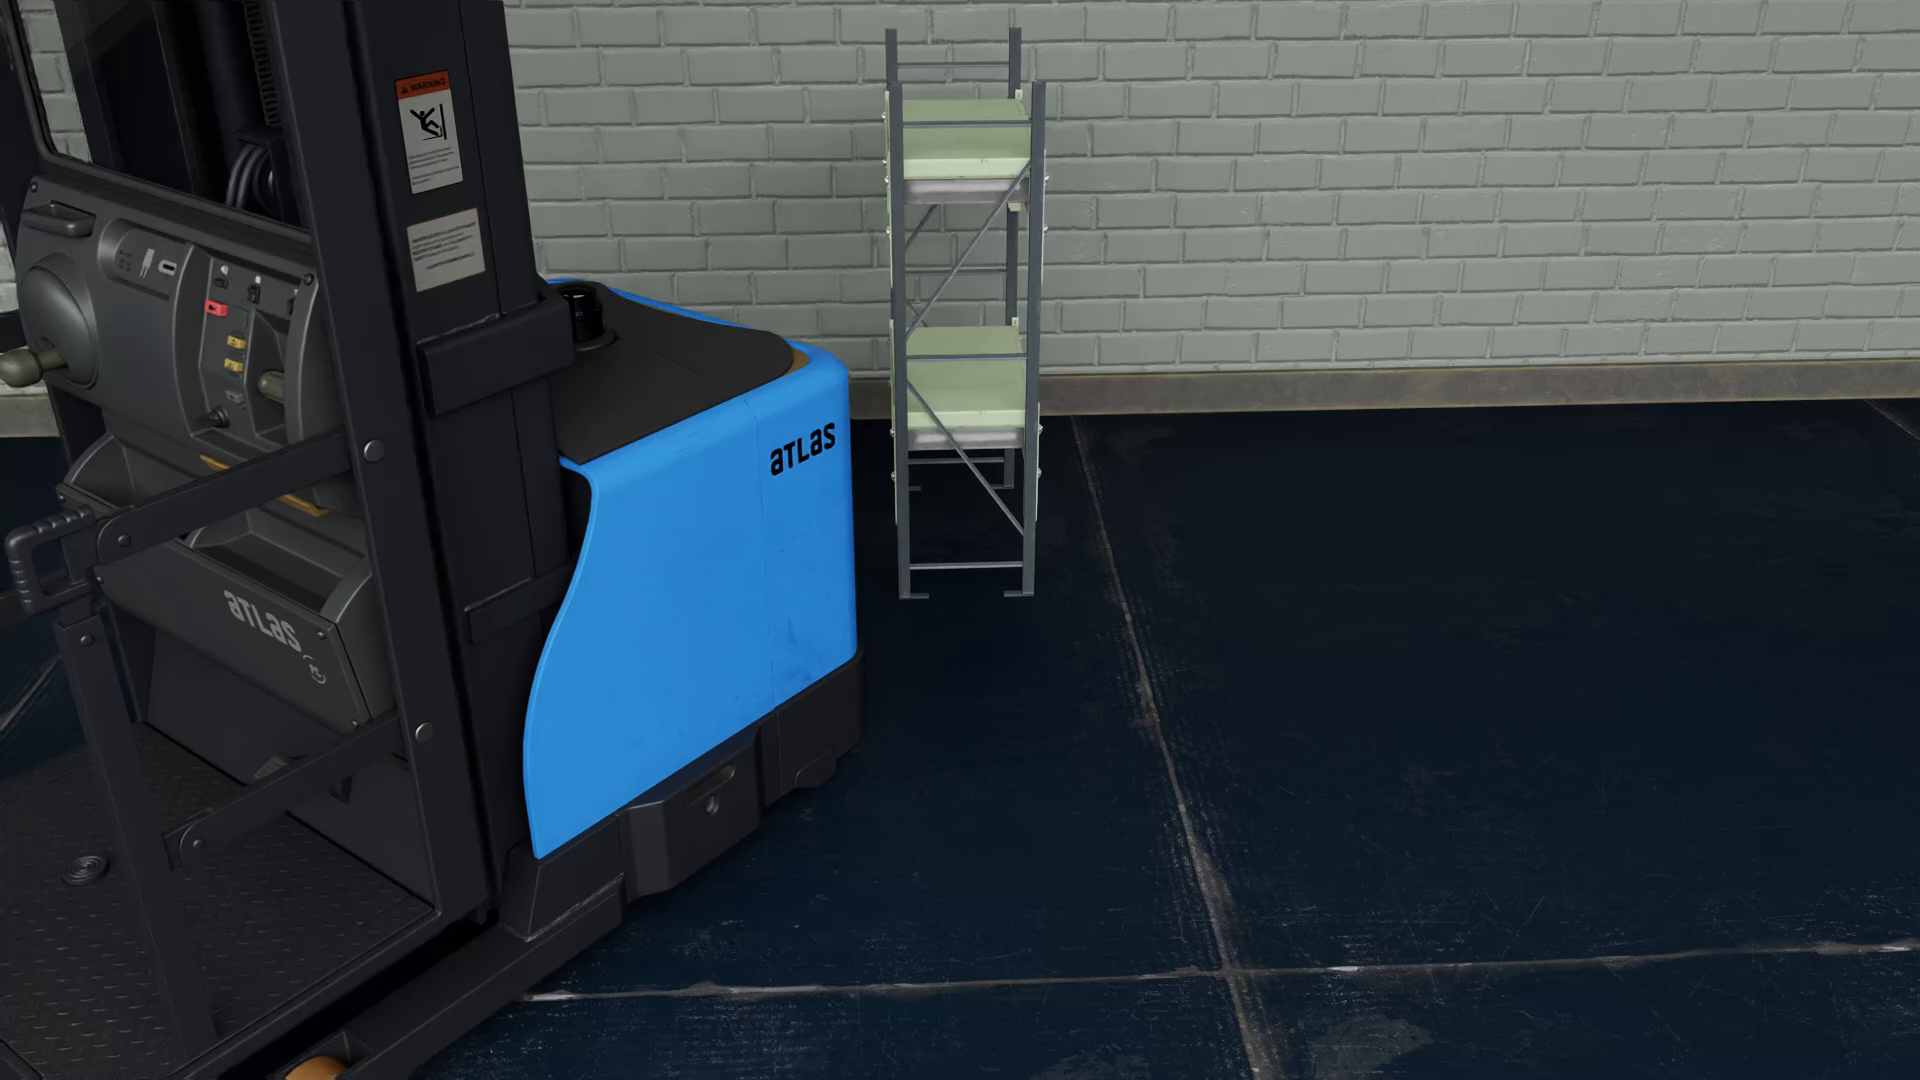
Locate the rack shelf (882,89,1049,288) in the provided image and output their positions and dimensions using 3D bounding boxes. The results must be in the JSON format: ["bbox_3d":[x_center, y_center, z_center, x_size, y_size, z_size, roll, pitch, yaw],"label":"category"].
[{"bbox_3d":[0.000,-1.014,4.729,0.431,0.370,0.720,-1,28,-3],"label":"rack shelf"}]

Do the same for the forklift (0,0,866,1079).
[{"bbox_3d":[-1.528,-0.357,2.764,1.130,2.935,3.031,19,33,33],"label":"forklift"}]

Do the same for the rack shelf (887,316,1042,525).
[{"bbox_3d":[0.000,-0.379,5.060,0.431,0.370,0.720,-1,28,-3],"label":"rack shelf"}]

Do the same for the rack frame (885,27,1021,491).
[{"bbox_3d":[-0.019,-0.837,5.233,0.400,1.500,0.023,-1,28,-3],"label":"rack frame"}]

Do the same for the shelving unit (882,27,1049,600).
[{"bbox_3d":[0.000,-0.668,4.909,0.431,1.500,0.755,-1,28,-3],"label":"shelving unit"}]

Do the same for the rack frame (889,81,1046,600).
[{"bbox_3d":[0.019,-0.499,4.585,0.400,1.500,0.023,-1,28,-3],"label":"rack frame"}]
